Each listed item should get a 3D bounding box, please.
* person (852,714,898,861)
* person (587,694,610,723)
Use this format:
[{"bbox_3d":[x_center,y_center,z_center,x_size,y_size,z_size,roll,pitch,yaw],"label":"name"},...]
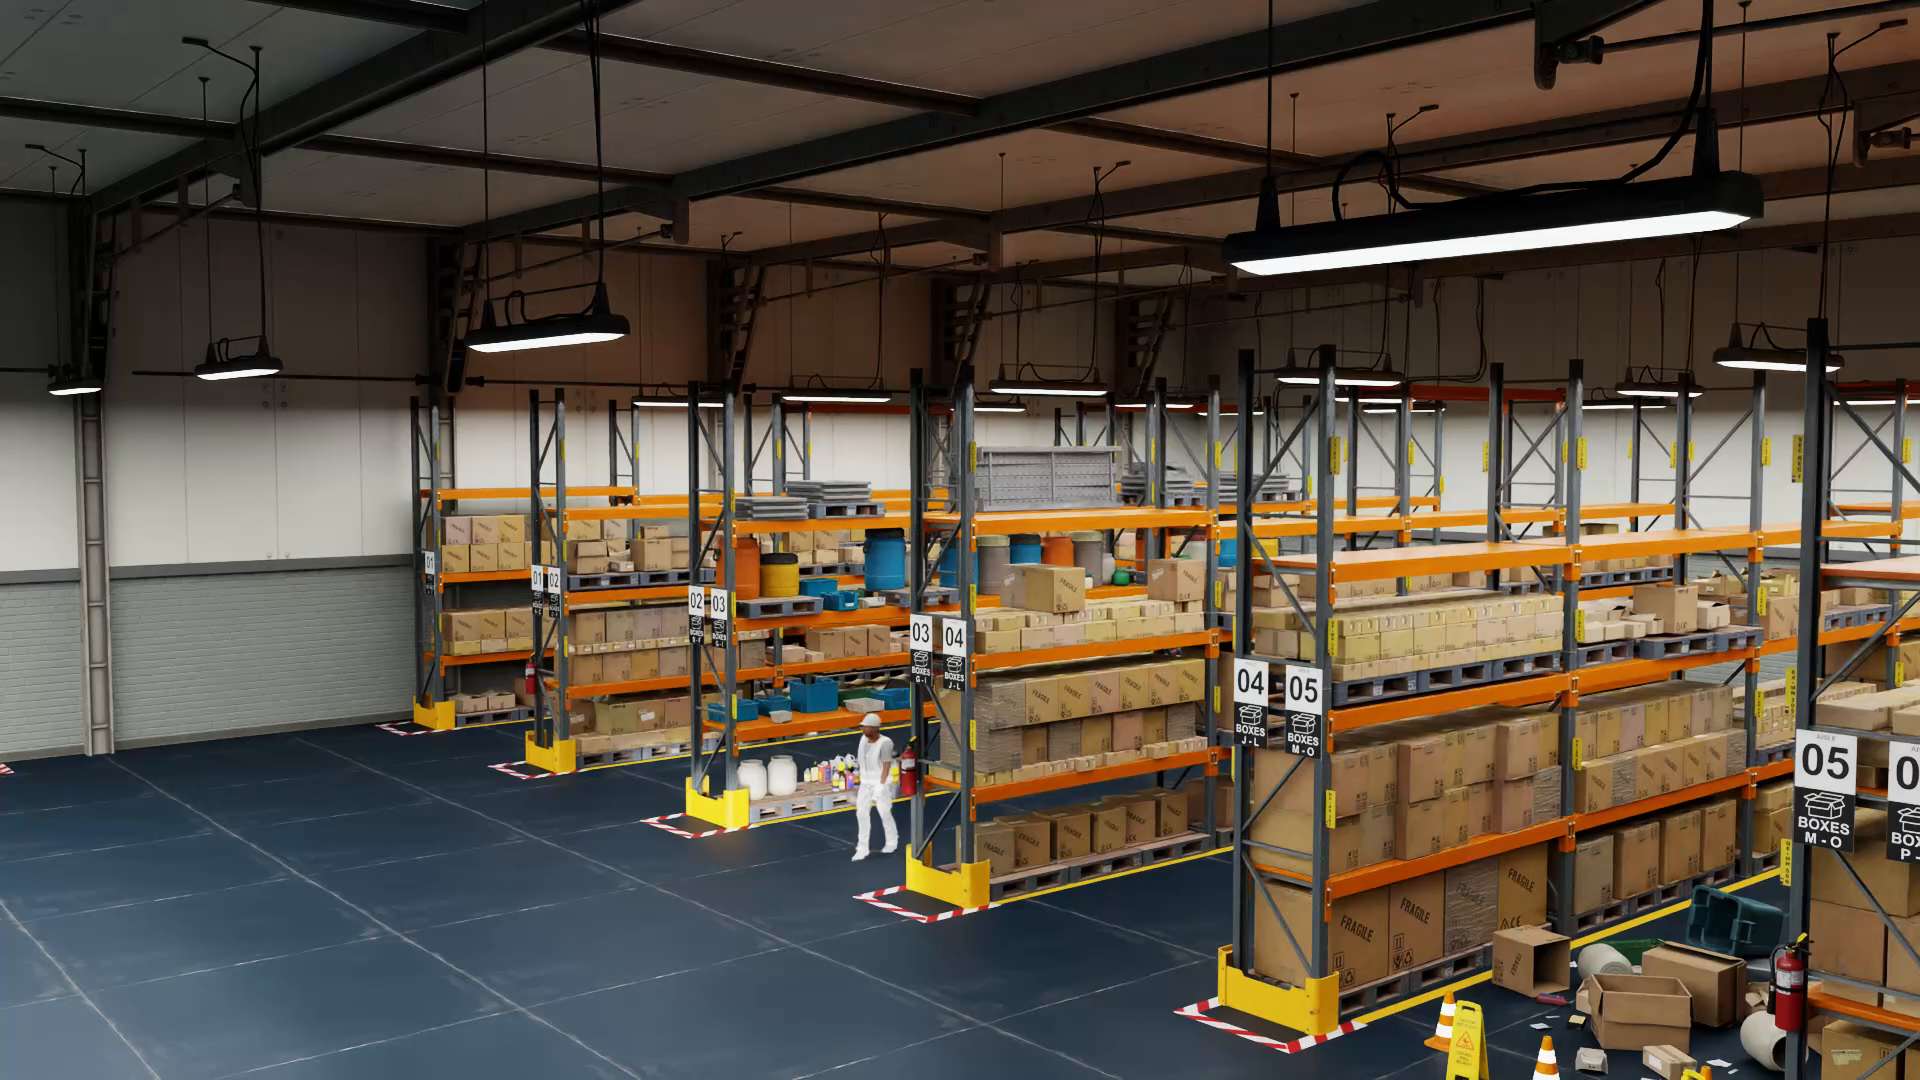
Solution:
[{"bbox_3d":[-1.072,3.077,20.707,0.581,1.842,0.690,3,4,38],"label":"person"},{"bbox_3d":[-6.286,2.661,28.728,0.562,1.673,0.743,2,4,29],"label":"person"}]
